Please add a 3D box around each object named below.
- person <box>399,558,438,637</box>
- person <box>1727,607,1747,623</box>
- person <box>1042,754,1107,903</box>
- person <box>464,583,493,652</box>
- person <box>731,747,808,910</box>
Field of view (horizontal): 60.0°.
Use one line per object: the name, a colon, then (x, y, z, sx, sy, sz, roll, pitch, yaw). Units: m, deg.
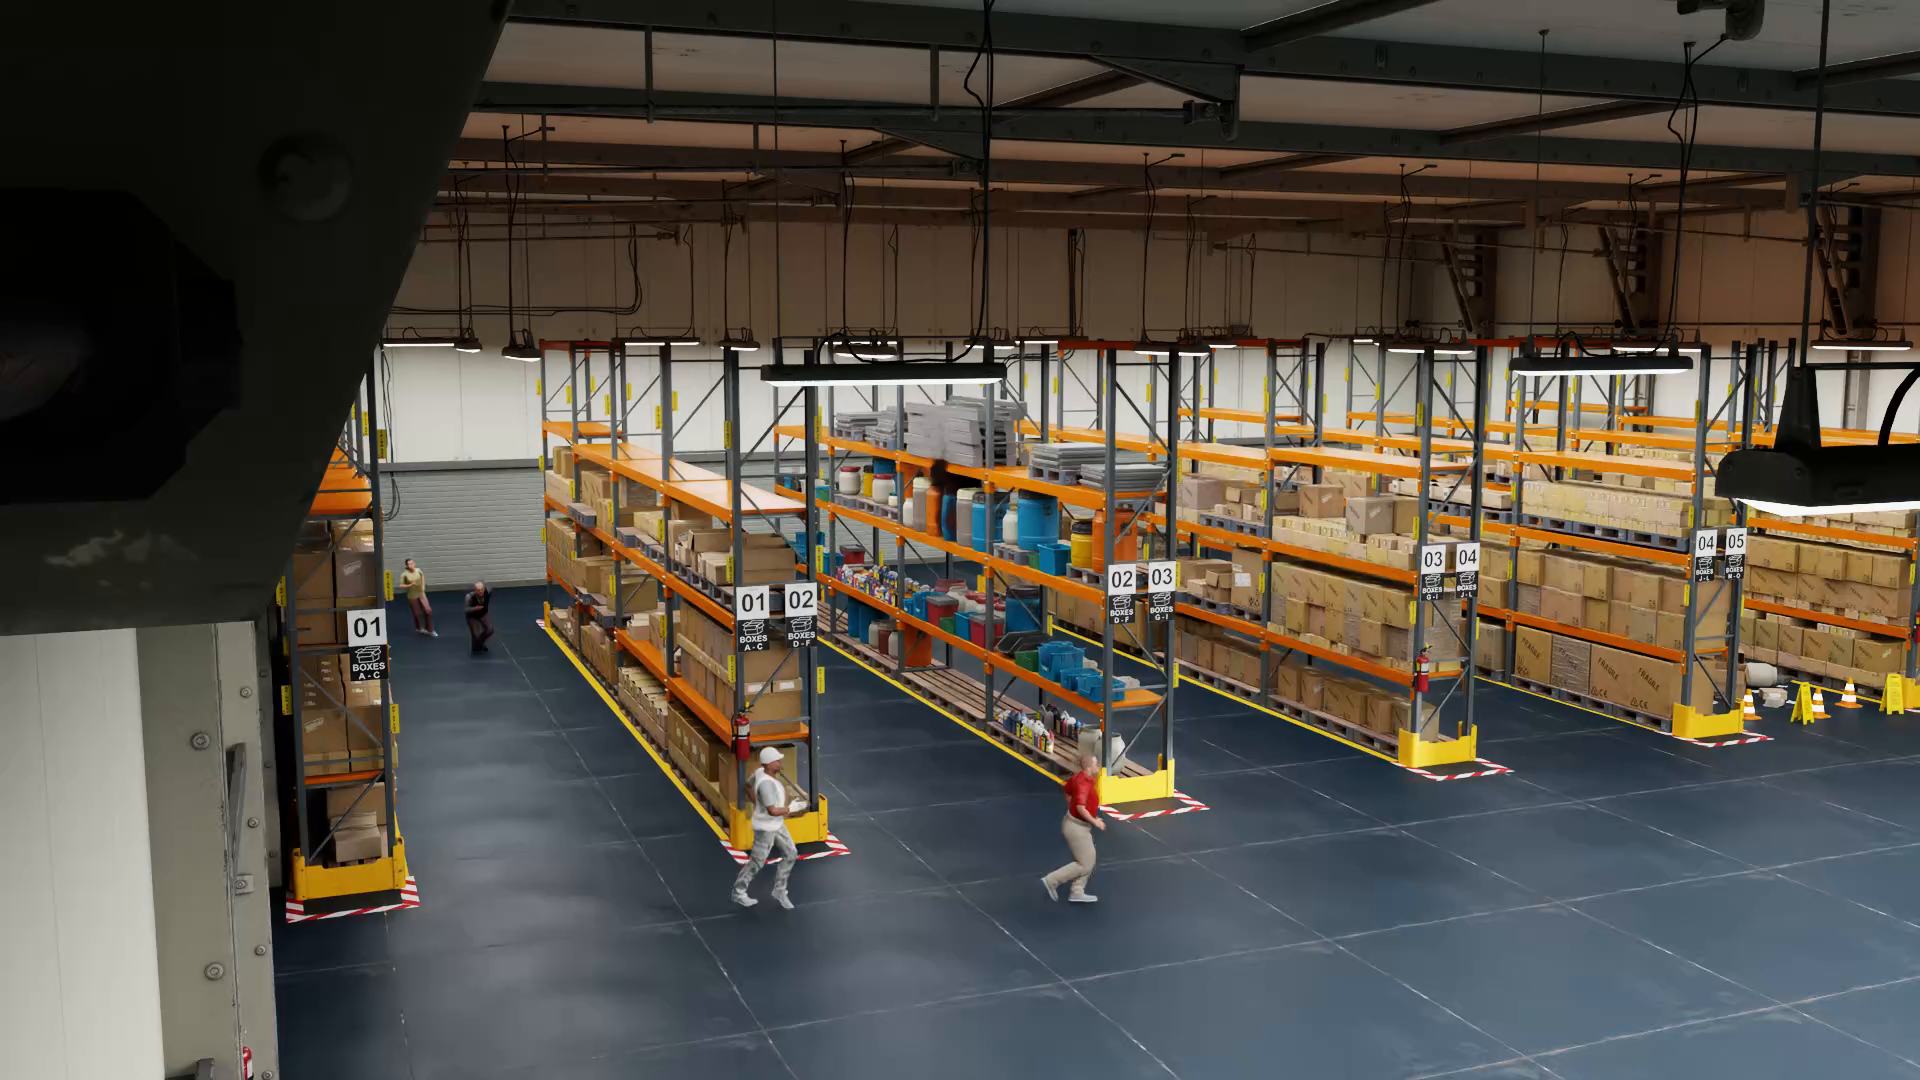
person: (-11.017, 1.166, 33.652, 0.692, 1.666, 0.680, -6, 9, -36)
person: (15.669, 1.186, 33.424, 0.569, 1.610, 0.621, -3, 8, -20)
person: (1.240, 3.163, 18.169, 0.698, 1.672, 0.662, 0, 7, -3)
person: (-9.203, 1.537, 31.809, 0.660, 1.335, 0.981, -6, 9, -37)
person: (-2.056, 3.128, 17.935, 0.857, 1.836, 0.641, 1, 7, 6)
